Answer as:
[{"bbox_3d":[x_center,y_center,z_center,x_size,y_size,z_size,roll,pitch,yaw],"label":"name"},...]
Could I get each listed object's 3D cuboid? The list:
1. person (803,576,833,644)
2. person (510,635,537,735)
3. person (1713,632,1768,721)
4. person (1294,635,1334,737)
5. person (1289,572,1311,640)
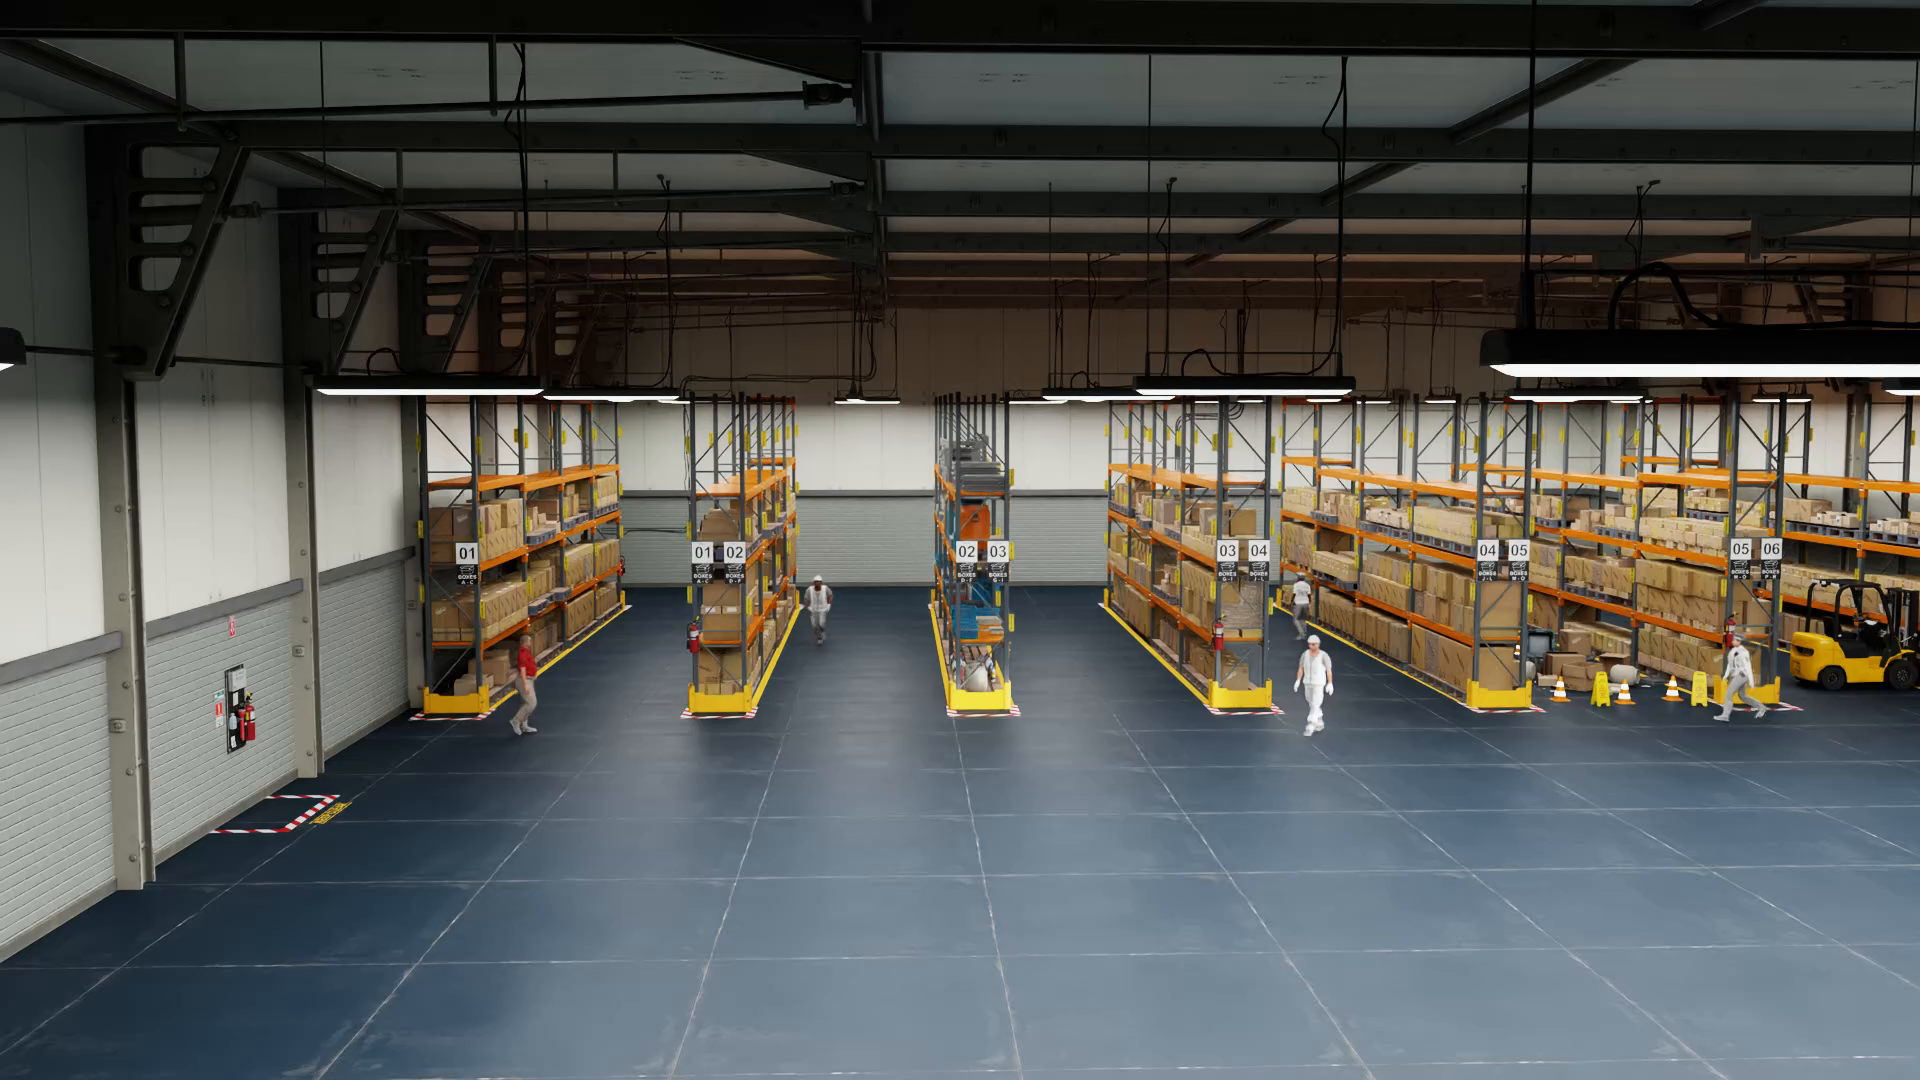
[{"bbox_3d":[-3.404,1.685,39.970,0.677,1.684,0.649,1,5,6],"label":"person"},{"bbox_3d":[-7.628,2.520,29.078,0.473,1.728,0.564,-1,5,-7],"label":"person"},{"bbox_3d":[14.218,2.480,30.242,1.015,1.625,0.533,0,5,4],"label":"person"},{"bbox_3d":[6.120,2.514,28.927,0.568,1.724,1.027,4,6,43],"label":"person"},{"bbox_3d":[8.431,1.632,40.915,0.518,1.660,0.595,-2,5,-18],"label":"person"}]
